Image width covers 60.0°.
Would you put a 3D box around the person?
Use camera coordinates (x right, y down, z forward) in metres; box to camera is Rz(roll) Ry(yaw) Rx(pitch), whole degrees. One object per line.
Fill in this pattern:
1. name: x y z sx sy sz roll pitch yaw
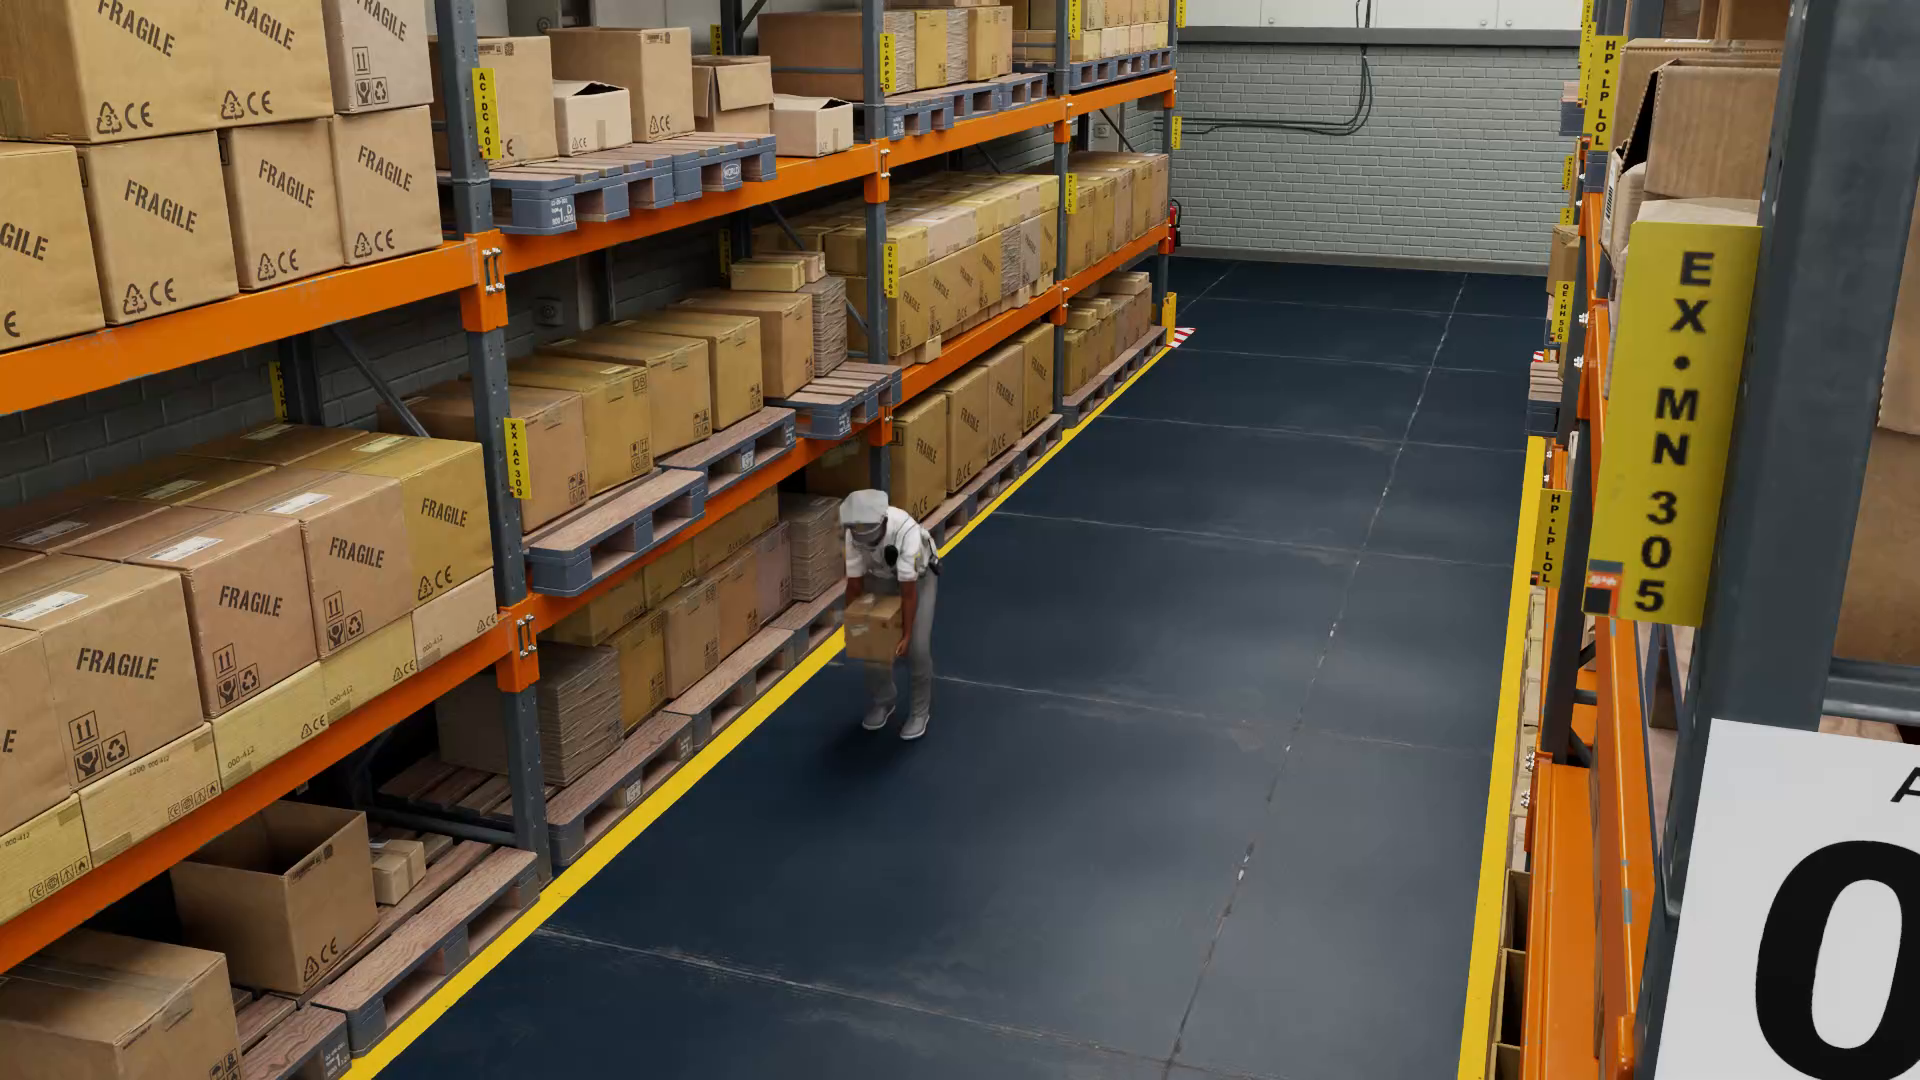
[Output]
1. person: -0.370 0.363 8.400 0.412 1.411 0.831 6 20 17
